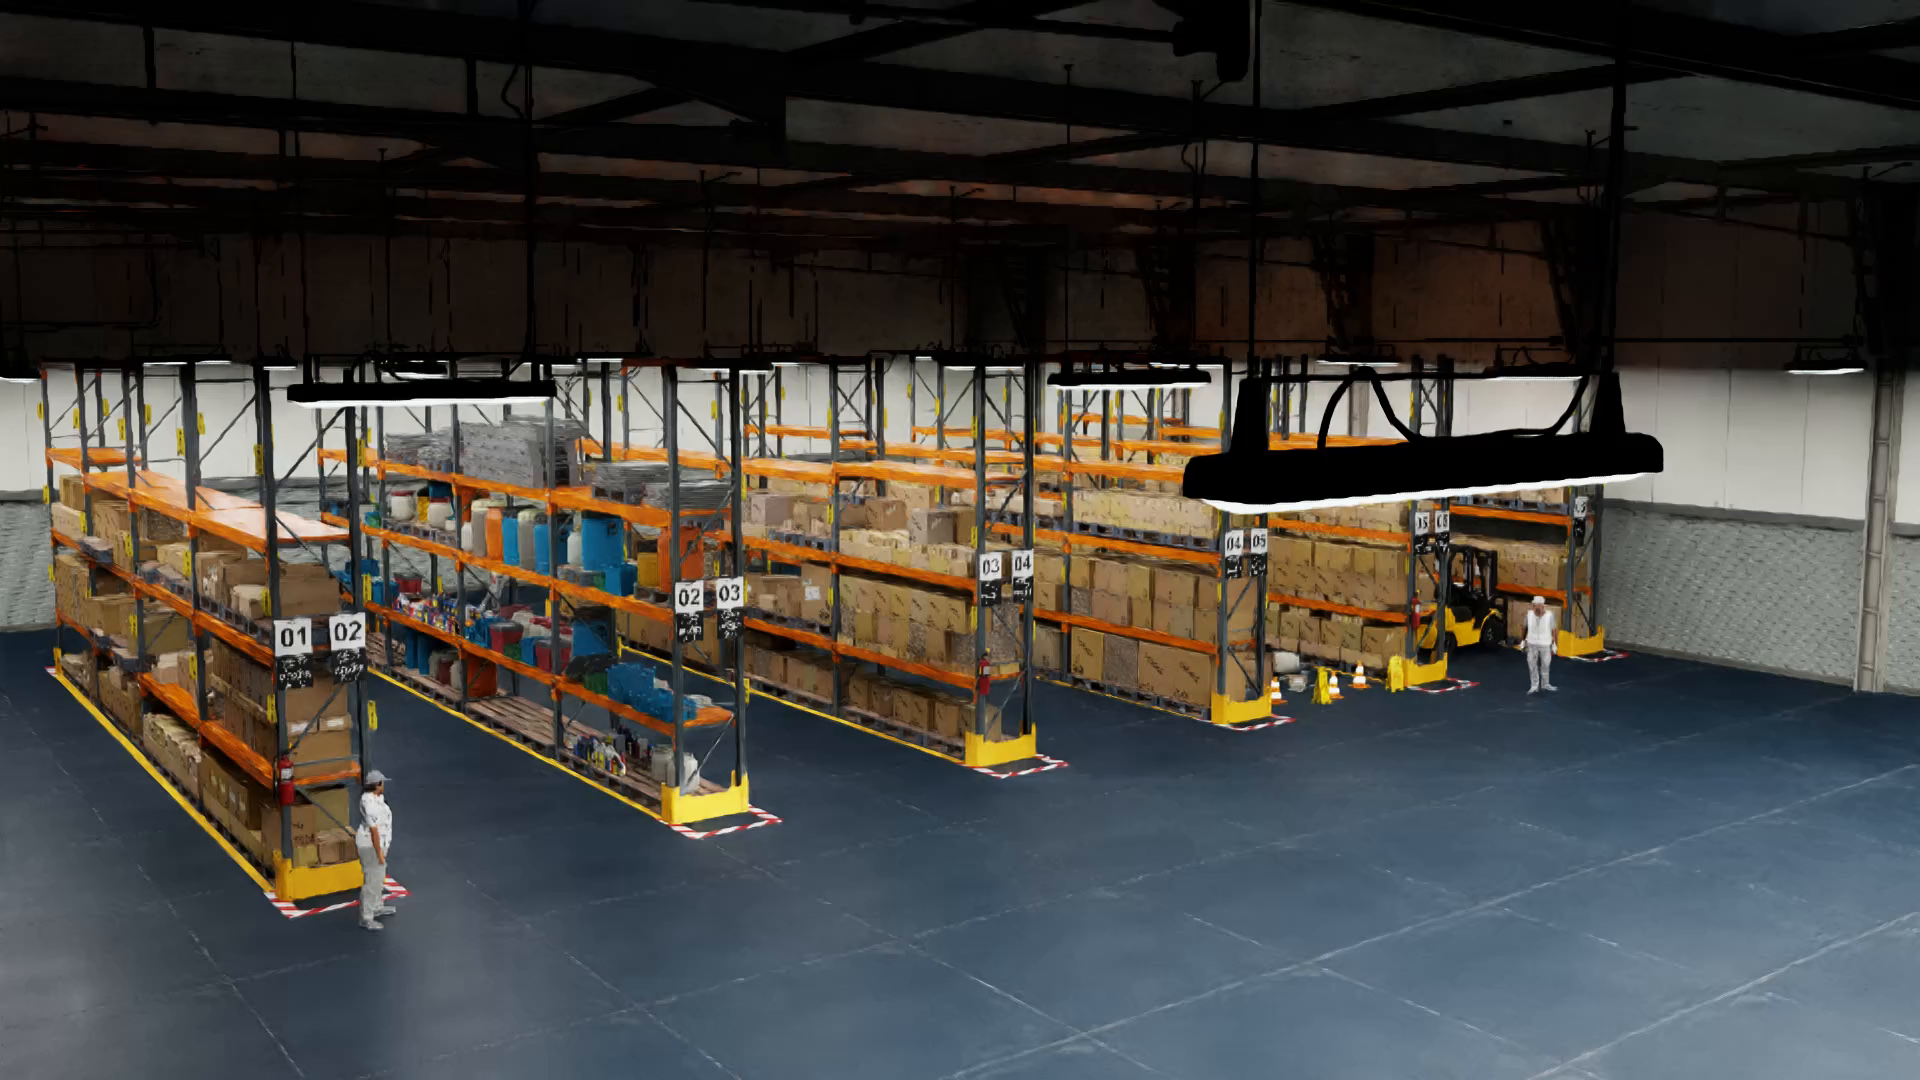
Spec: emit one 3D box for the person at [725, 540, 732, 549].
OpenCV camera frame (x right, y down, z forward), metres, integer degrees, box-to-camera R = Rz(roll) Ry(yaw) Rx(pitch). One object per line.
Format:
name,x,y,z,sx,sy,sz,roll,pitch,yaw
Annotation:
person,-6.058,0.223,44.020,0.581,1.673,0.952,-1,7,-12

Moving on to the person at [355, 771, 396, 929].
person,-6.359,3.335,18.065,0.398,1.665,0.588,-3,7,-20

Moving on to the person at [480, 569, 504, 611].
person,-10.926,0.791,38.858,0.519,1.763,0.709,2,7,13

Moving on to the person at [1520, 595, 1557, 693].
person,10.444,1.865,29.969,0.655,1.779,0.548,3,8,25
